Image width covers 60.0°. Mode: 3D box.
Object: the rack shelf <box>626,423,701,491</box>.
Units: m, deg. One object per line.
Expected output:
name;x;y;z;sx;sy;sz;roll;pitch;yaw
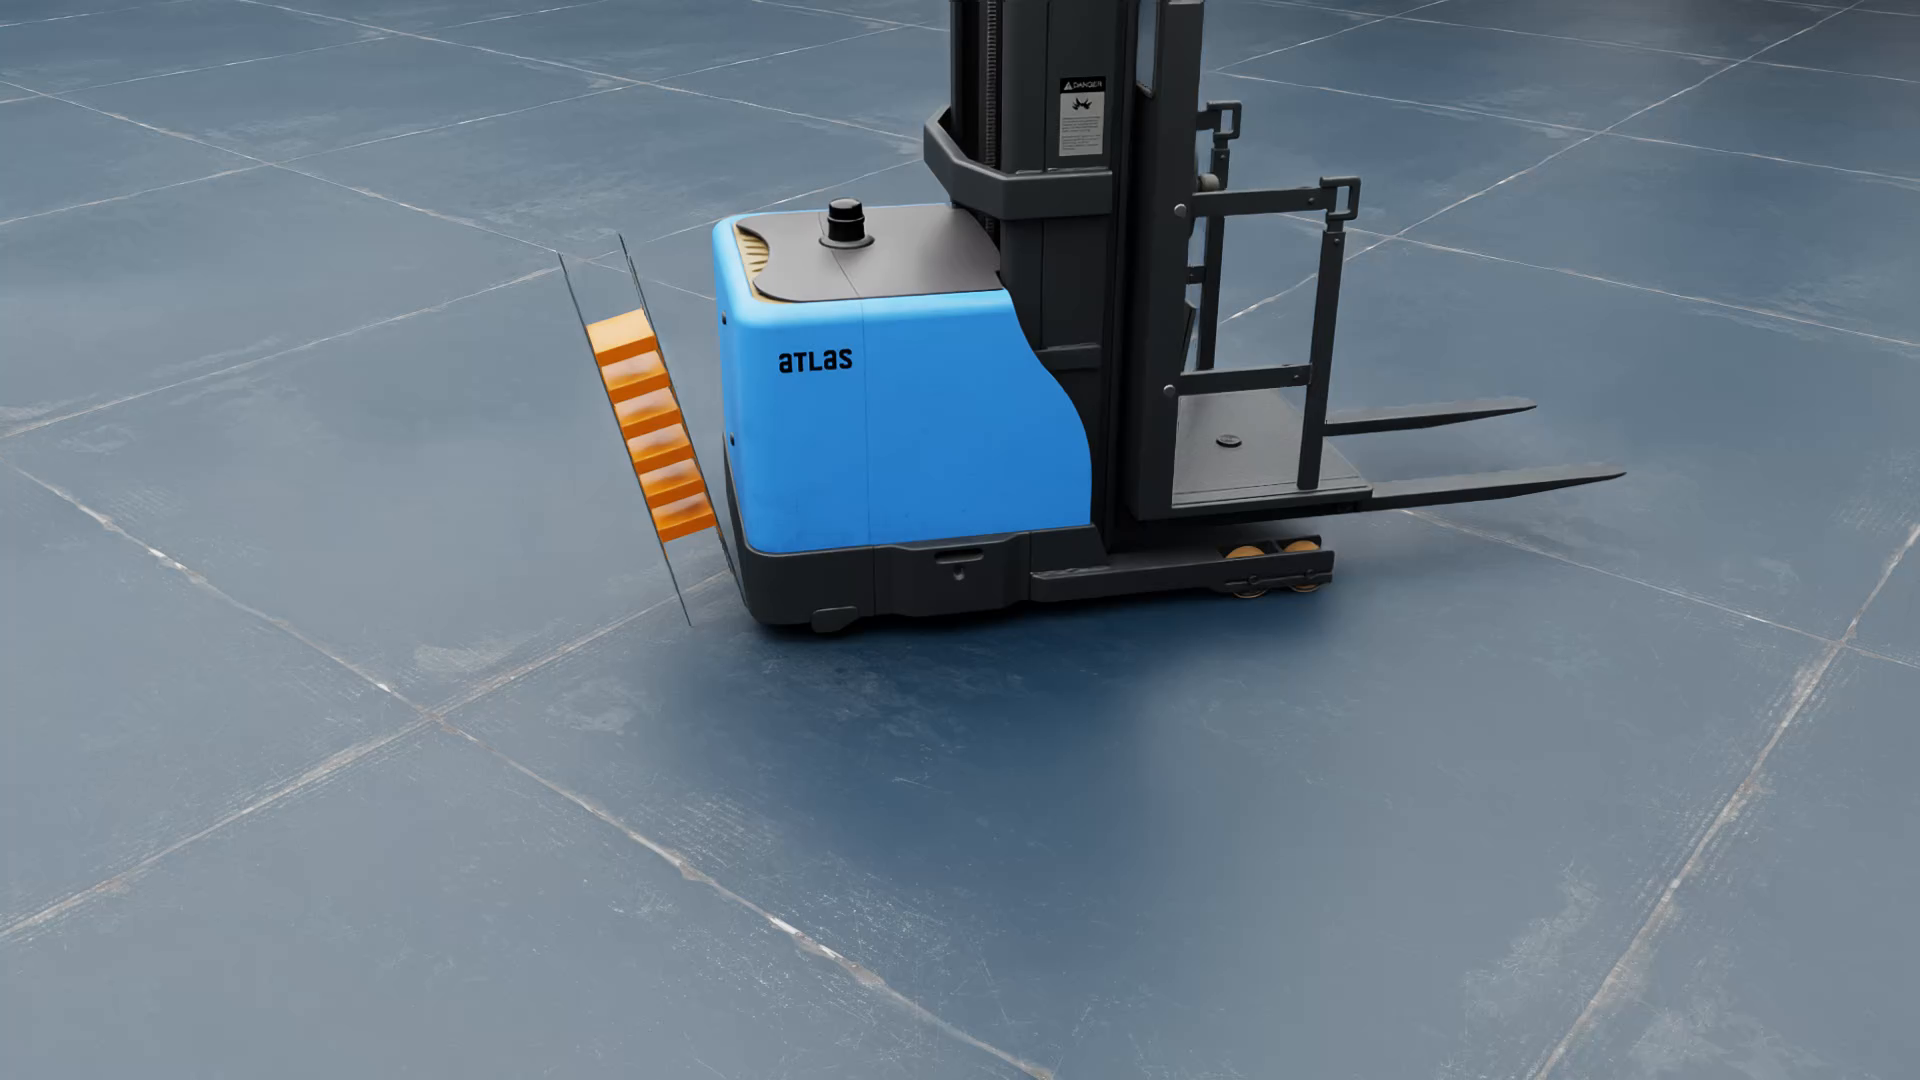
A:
rack shelf;-0.909;-0.272;5.050;0.180;0.103;0.258;-19;31;-9

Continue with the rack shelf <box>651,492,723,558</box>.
rack shelf;-0.859;-0.071;5.171;0.180;0.103;0.258;-19;31;-9

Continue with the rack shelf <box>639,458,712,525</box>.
rack shelf;-0.884;-0.171;5.110;0.180;0.103;0.258;-19;31;-9

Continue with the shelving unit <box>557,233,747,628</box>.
shelving unit;-0.918;-0.309;5.027;0.189;1.200;0.258;-19;31;-9

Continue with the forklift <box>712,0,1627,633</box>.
forklift;0.744;-1.345;5.159;3.031;2.935;1.130;-5;28;-10

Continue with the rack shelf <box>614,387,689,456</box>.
rack shelf;-0.933;-0.372;4.989;0.180;0.103;0.258;-19;31;-9

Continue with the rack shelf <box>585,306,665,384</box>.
rack shelf;-0.983;-0.573;4.867;0.180;0.103;0.258;-19;31;-9

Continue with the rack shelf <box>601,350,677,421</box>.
rack shelf;-0.958;-0.473;4.928;0.180;0.103;0.258;-19;31;-9

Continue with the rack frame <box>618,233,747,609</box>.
rack frame;-0.833;-0.339;5.042;0.006;1.200;0.240;-19;31;-9

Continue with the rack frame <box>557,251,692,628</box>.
rack frame;-1.003;-0.279;5.012;0.006;1.200;0.240;-19;31;-9
